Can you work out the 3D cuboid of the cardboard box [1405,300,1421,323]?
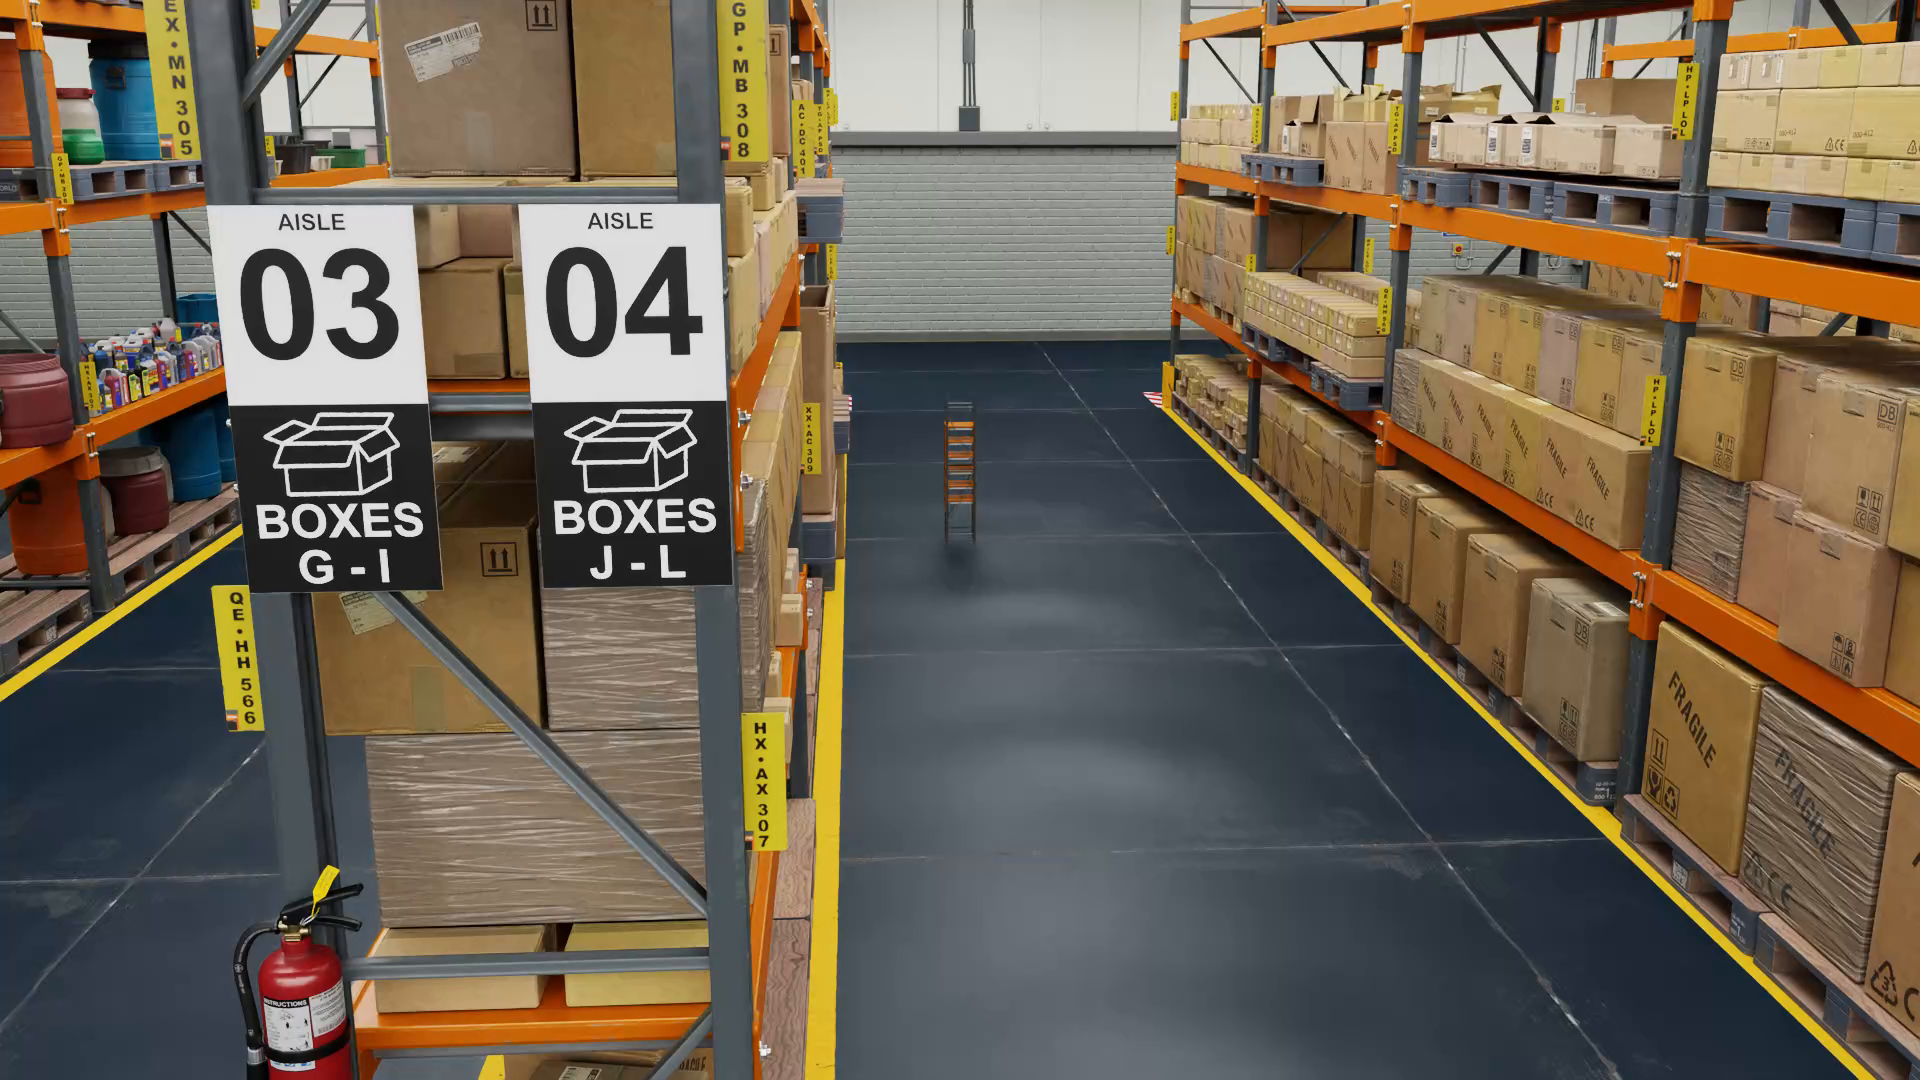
[{"bbox_3d":[3.602,-1.758,12.806,0.380,0.149,0.250,-1,15,-6],"label":"cardboard box"}]

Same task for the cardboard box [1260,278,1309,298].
[{"bbox_3d":[2.838,-2.203,14.536,0.380,0.149,0.250,-1,14,-3],"label":"cardboard box"}]

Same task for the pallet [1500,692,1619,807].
[{"bbox_3d":[3.608,1.078,8.912,1.003,0.211,1.213,-1,14,-3],"label":"pallet"}]

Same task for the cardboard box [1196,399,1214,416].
[{"bbox_3d":[2.767,-1.437,17.972,0.380,0.149,0.250,-2,15,-6],"label":"cardboard box"}]

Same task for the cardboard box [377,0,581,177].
[{"bbox_3d":[-1.326,-1.304,4.755,0.500,0.500,0.500,-1,14,-3],"label":"cardboard box"}]

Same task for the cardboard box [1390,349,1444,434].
[{"bbox_3d":[3.242,-1.009,11.227,0.500,0.500,0.500,-1,14,-3],"label":"cardboard box"}]

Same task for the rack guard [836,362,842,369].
[{"bbox_3d":[-1.970,-1.810,19.557,1.175,0.500,0.348,-1,14,-3],"label":"rack guard"}]

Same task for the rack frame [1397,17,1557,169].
[{"bbox_3d":[3.483,-3.982,10.942,1.000,3.000,0.127,-1,14,-3],"label":"rack frame"}]

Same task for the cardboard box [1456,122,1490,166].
[{"bbox_3d":[3.340,-2.400,10.073,0.500,0.250,0.500,0,14,-2],"label":"cardboard box"}]

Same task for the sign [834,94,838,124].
[{"bbox_3d":[-1.426,-4.863,18.768,0.100,0.325,0.005,-1,14,-3],"label":"sign"}]

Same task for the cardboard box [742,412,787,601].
[{"bbox_3d":[-0.796,-0.102,5.098,0.500,0.500,0.500,-1,14,-3],"label":"cardboard box"}]

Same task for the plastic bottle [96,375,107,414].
[{"bbox_3d":[-6.101,-1.028,11.760,0.097,0.271,0.097,0,14,0],"label":"plastic bottle"}]

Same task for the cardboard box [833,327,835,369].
[{"bbox_3d":[-1.793,-1.805,17.942,0.875,0.875,0.875,-1,14,-3],"label":"cardboard box"}]

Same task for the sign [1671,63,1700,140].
[{"bbox_3d":[3.190,-1.926,7.304,0.100,0.325,0.005,-1,14,-3],"label":"sign"}]

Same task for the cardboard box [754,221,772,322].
[{"bbox_3d":[-0.814,-0.791,4.861,0.500,0.250,0.500,-1,14,-4],"label":"cardboard box"}]

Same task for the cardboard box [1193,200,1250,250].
[{"bbox_3d":[2.798,-3.372,17.807,0.500,0.500,0.500,-1,14,-5],"label":"cardboard box"}]

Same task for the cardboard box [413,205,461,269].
[{"bbox_3d":[-1.306,-0.673,3.602,0.380,0.149,0.250,-1,14,-3],"label":"cardboard box"}]

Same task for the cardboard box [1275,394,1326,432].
[{"bbox_3d":[3.053,-1.107,14.477,0.500,0.250,0.500,0,14,-2],"label":"cardboard box"}]

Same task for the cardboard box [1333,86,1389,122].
[{"bbox_3d":[3.099,-3.364,12.826,0.396,0.266,0.258,-1,14,-3],"label":"cardboard box"}]

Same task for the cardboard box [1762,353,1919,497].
[{"bbox_3d":[3.870,-0.450,6.787,0.875,0.550,0.550,-1,14,-3],"label":"cardboard box"}]

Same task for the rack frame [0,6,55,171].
[{"bbox_3d":[-6.417,-3.854,10.445,1.000,3.000,0.127,-1,14,-3],"label":"rack frame"}]

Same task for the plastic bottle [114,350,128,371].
[{"bbox_3d":[-6.821,-1.445,13.520,0.097,0.201,0.097,0,14,0],"label":"plastic bottle"}]

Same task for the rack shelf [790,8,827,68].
[{"bbox_3d":[-1.597,-3.886,12.815,1.077,0.370,4.000,-1,14,-3],"label":"rack shelf"}]

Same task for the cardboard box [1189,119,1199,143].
[{"bbox_3d":[2.789,-4.445,18.061,0.500,0.250,0.500,-1,14,-4],"label":"cardboard box"}]

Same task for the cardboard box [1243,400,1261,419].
[{"bbox_3d":[2.954,-1.266,16.113,0.380,0.149,0.250,0,14,-2],"label":"cardboard box"}]

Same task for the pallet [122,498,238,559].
[{"bbox_3d":[-6.580,-0.096,13.476,1.003,0.211,1.213,-1,14,-3],"label":"pallet"}]

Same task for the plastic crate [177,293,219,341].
[{"bbox_3d":[-7.034,-2.075,15.485,0.392,0.384,0.575,-1,14,-3],"label":"plastic crate"}]

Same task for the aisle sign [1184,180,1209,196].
[{"bbox_3d":[2.684,-4.338,19.151,0.394,0.787,0.004,-1,14,-3],"label":"aisle sign"}]

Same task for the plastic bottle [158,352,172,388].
[{"bbox_3d":[-6.172,-1.315,12.877,0.097,0.271,0.097,0,14,0],"label":"plastic bottle"}]

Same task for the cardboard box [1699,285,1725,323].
[{"bbox_3d":[7.849,-2.460,16.869,0.500,0.500,0.500,-1,14,-5],"label":"cardboard box"}]

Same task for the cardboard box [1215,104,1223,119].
[{"bbox_3d":[2.801,-4.344,16.867,0.380,0.149,0.250,-1,14,-4],"label":"cardboard box"}]

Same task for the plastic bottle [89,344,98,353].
[{"bbox_3d":[-6.965,-1.443,13.372,0.097,0.271,0.097,0,14,0],"label":"plastic bottle"}]

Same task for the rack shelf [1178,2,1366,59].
[{"bbox_3d":[3.112,-5.124,16.832,1.077,0.370,4.000,-1,14,-3],"label":"rack shelf"}]

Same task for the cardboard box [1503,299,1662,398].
[{"bbox_3d":[3.600,-1.117,9.640,0.700,0.500,0.500,-1,14,-4],"label":"cardboard box"}]

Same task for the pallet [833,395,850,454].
[{"bbox_3d":[-1.323,-0.756,10.831,1.213,0.211,1.003,-1,14,-3],"label":"pallet"}]

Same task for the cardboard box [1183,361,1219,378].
[{"bbox_3d":[2.706,-1.910,18.614,0.380,0.149,0.250,-1,14,-4],"label":"cardboard box"}]

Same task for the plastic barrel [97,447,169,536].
[{"bbox_3d":[-6.534,-0.386,13.004,0.600,0.588,0.708,-1,14,-3],"label":"plastic barrel"}]

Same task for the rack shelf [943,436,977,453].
[{"bbox_3d":[0.001,-0.767,13.314,0.258,0.103,0.180,-1,14,-3],"label":"rack shelf"}]

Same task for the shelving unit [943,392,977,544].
[{"bbox_3d":[0.001,-0.577,13.363,0.258,1.200,0.189,-1,14,-3],"label":"shelving unit"}]

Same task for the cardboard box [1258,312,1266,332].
[{"bbox_3d":[2.836,-1.917,14.617,0.380,0.149,0.250,-1,14,-3],"label":"cardboard box"}]

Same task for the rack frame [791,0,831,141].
[{"bbox_3d":[-1.969,-5.920,18.475,1.000,3.000,0.127,-1,14,-3],"label":"rack frame"}]

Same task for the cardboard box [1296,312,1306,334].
[{"bbox_3d":[2.916,-1.739,13.329,0.380,0.149,0.250,-1,14,-2],"label":"cardboard box"}]

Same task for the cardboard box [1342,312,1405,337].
[{"bbox_3d":[2.995,-1.561,12.041,0.380,0.149,0.250,-1,15,-6],"label":"cardboard box"}]

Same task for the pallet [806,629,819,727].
[{"bbox_3d":[-1.354,0.823,9.906,1.003,0.211,1.213,-1,14,-3],"label":"pallet"}]

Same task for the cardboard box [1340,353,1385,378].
[{"bbox_3d":[2.994,-1.274,12.118,0.380,0.149,0.250,-1,14,-3],"label":"cardboard box"}]

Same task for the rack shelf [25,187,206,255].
[{"bbox_3d":[-6.541,-2.550,12.842,1.077,0.370,4.000,-1,14,-3],"label":"rack shelf"}]

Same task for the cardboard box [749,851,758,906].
[{"bbox_3d":[-0.754,0.887,4.564,0.380,0.149,0.250,-1,14,-3],"label":"cardboard box"}]

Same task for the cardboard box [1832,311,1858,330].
[{"bbox_3d":[7.981,-1.973,14.474,0.500,0.250,0.500,-1,14,-3],"label":"cardboard box"}]

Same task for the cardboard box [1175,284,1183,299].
[{"bbox_3d":[2.681,-2.859,19.121,0.380,0.149,0.250,-1,14,-4],"label":"cardboard box"}]

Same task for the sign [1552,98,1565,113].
[{"bbox_3d":[4.038,-2.824,11.267,0.100,0.325,0.005,-1,14,-3],"label":"sign"}]

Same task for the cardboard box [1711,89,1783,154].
[{"bbox_3d":[3.482,-1.732,6.877,0.500,0.250,0.500,-1,14,-3],"label":"cardboard box"}]

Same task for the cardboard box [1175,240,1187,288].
[{"bbox_3d":[2.740,-3.143,18.923,0.500,0.500,0.500,0,14,-1],"label":"cardboard box"}]

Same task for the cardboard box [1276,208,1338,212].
[{"bbox_3d":[3.404,-2.993,16.333,0.500,0.500,0.500,-1,14,-5],"label":"cardboard box"}]
